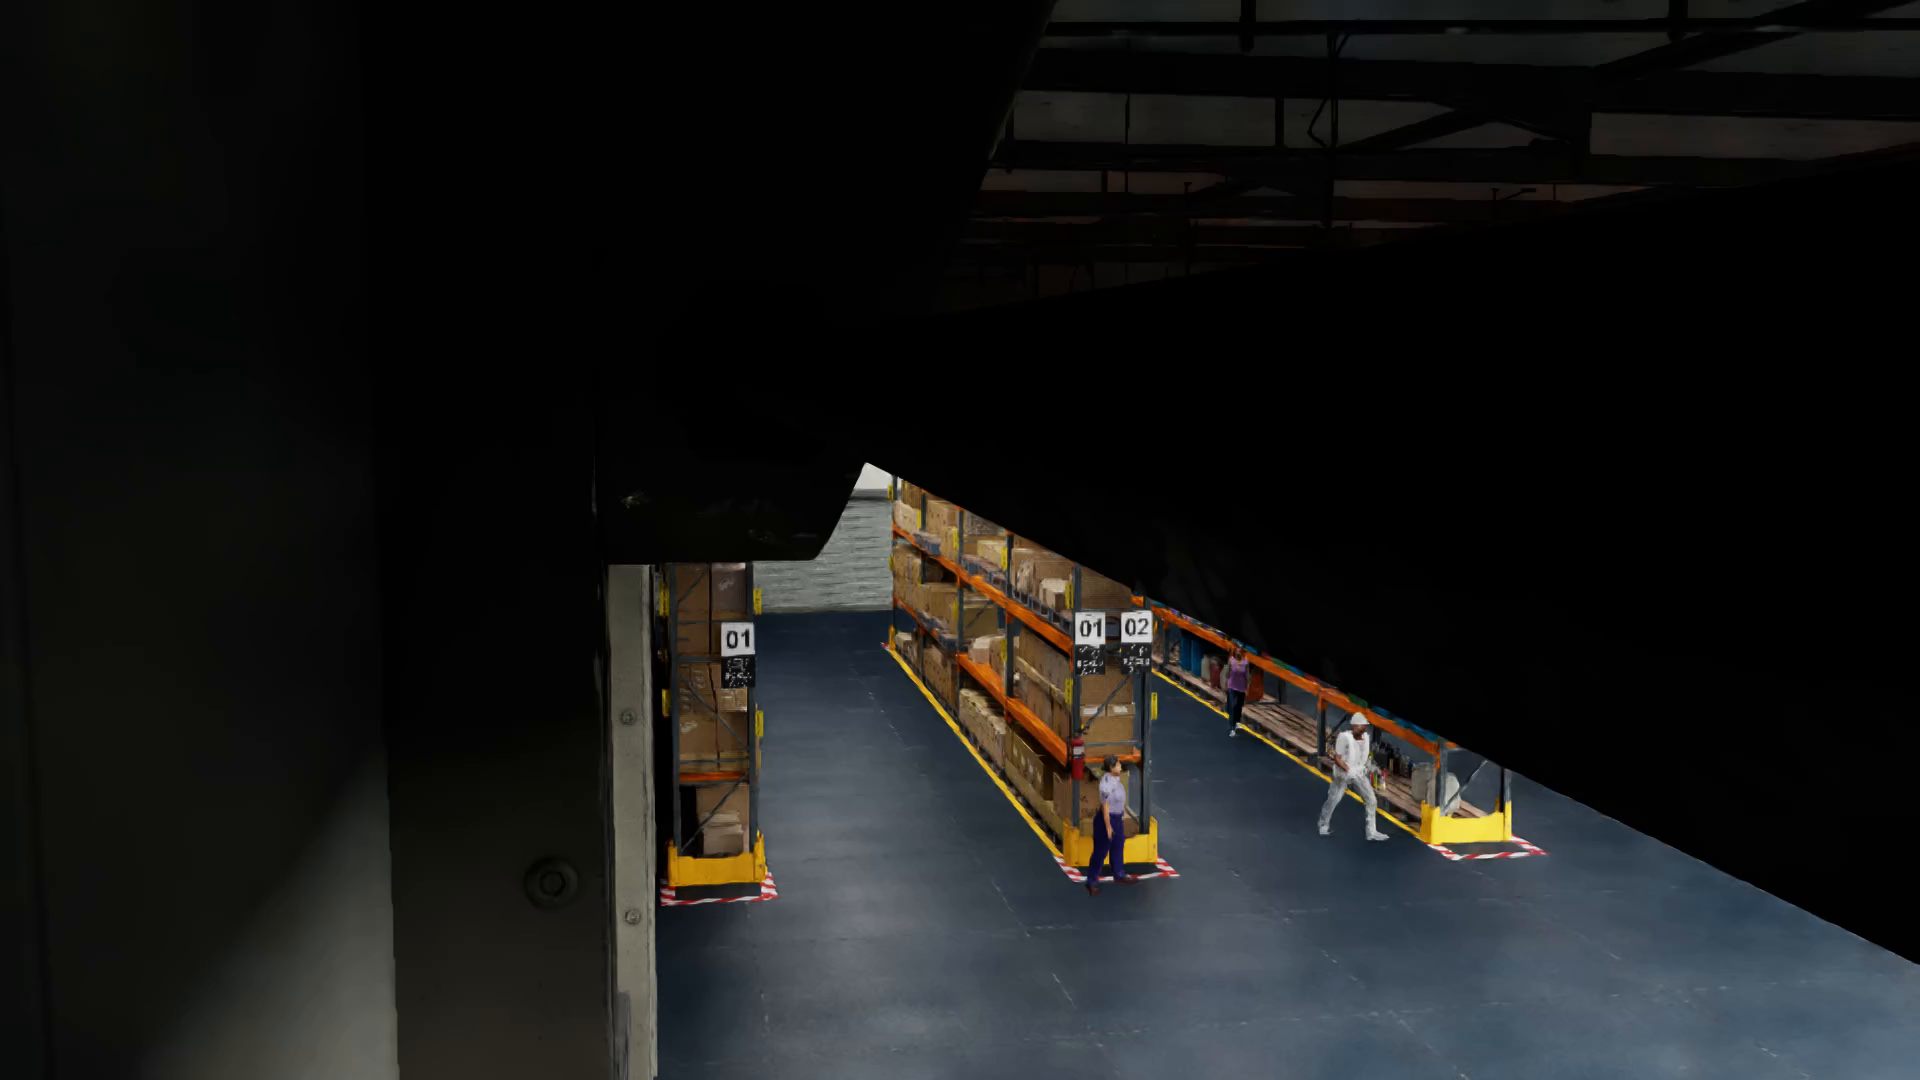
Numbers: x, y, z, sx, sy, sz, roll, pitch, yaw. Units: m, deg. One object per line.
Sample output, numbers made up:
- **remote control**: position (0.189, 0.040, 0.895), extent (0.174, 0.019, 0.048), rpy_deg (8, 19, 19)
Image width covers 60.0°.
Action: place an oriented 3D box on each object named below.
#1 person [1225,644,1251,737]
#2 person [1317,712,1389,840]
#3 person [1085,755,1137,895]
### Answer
- **person**: position (4.704, 2.526, 28.157), extent (0.410, 1.501, 0.947), rpy_deg (0, 6, -1)
- **person**: position (5.164, 3.098, 21.976), extent (0.703, 1.718, 0.843), rpy_deg (-3, 7, -26)
- **person**: position (1.800, 3.367, 19.867), extent (0.526, 1.626, 0.700), rpy_deg (2, 7, 19)
